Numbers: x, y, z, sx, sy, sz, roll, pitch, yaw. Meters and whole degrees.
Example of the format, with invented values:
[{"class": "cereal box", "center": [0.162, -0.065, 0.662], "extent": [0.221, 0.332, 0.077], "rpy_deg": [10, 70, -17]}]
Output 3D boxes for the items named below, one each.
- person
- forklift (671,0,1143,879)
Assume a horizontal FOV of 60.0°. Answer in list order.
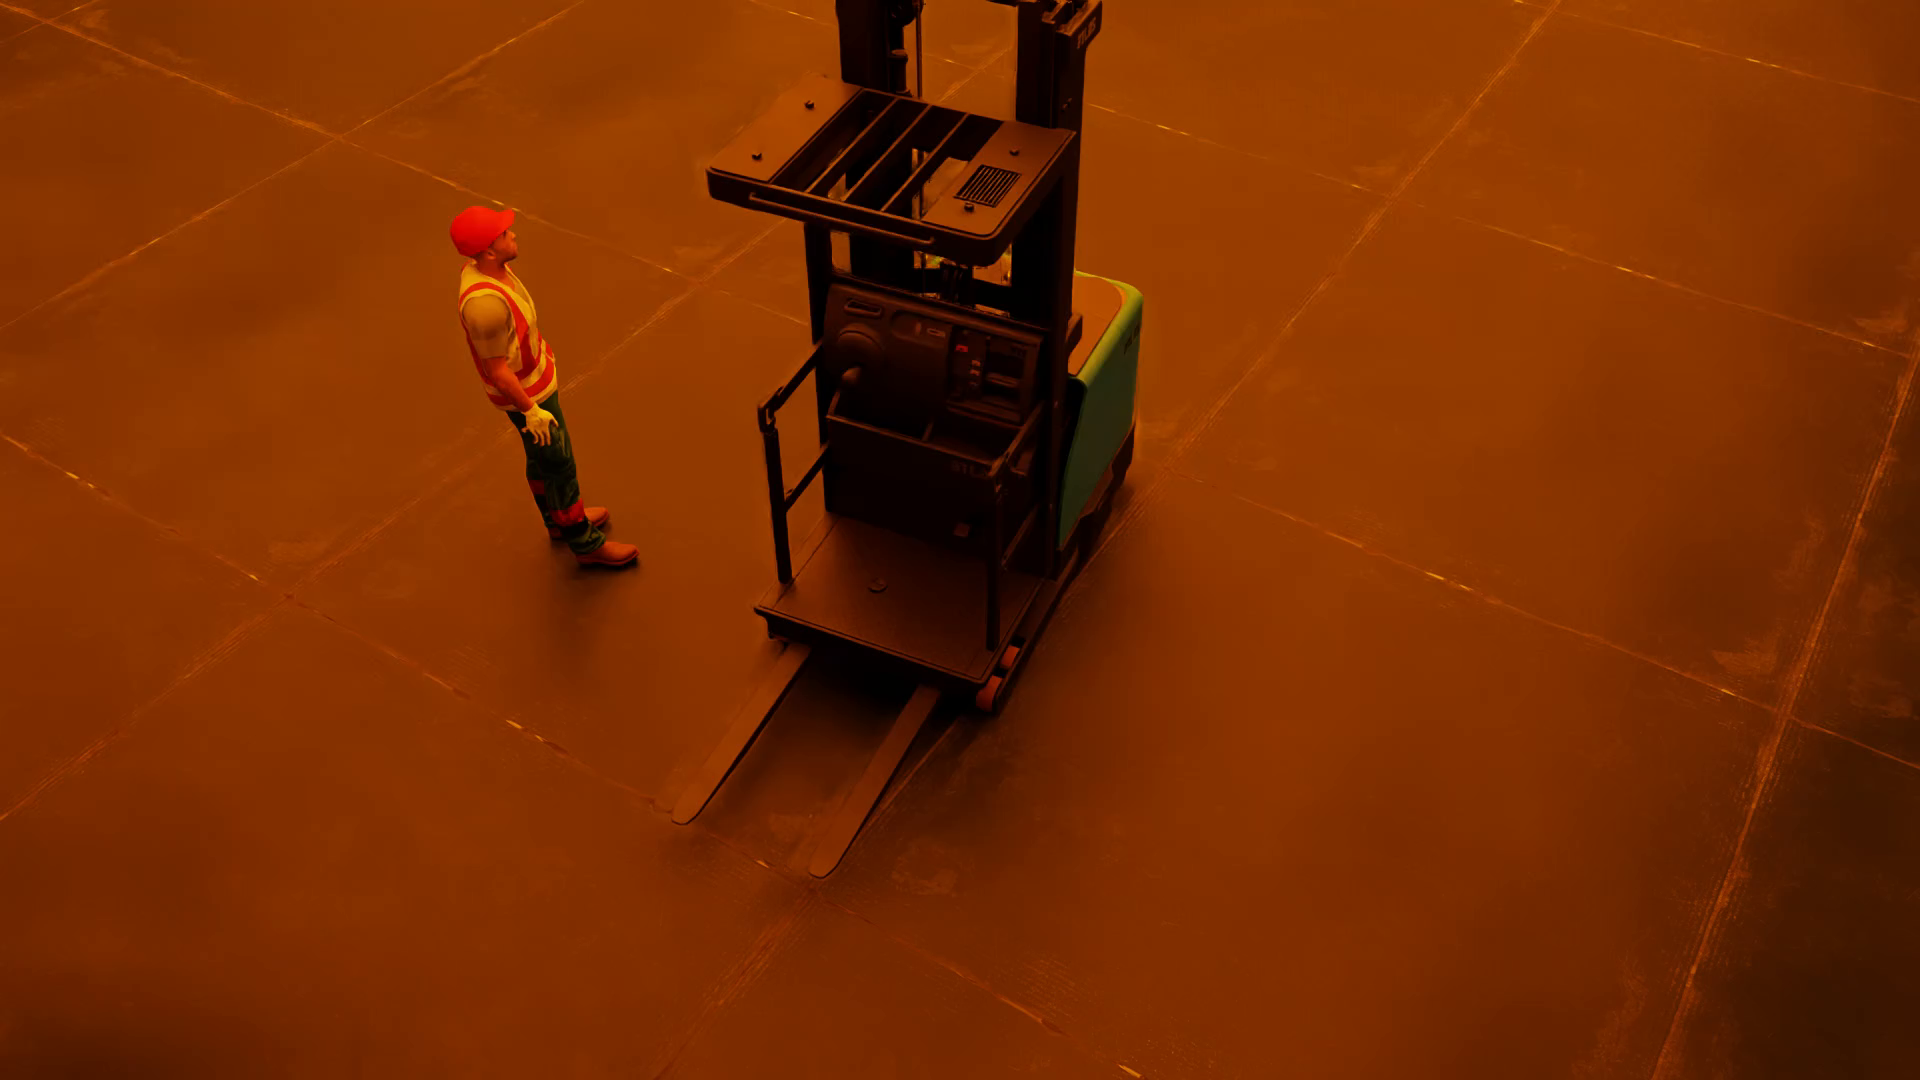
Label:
[{"class": "person", "center": [-1.848, -0.694, 7.401], "extent": [0.561, 1.788, 0.639], "rpy_deg": [-9, 44, -10]}, {"class": "forklift", "center": [-0.206, -0.661, 6.546], "extent": [1.130, 2.935, 3.031], "rpy_deg": [17, 46, 17]}]
